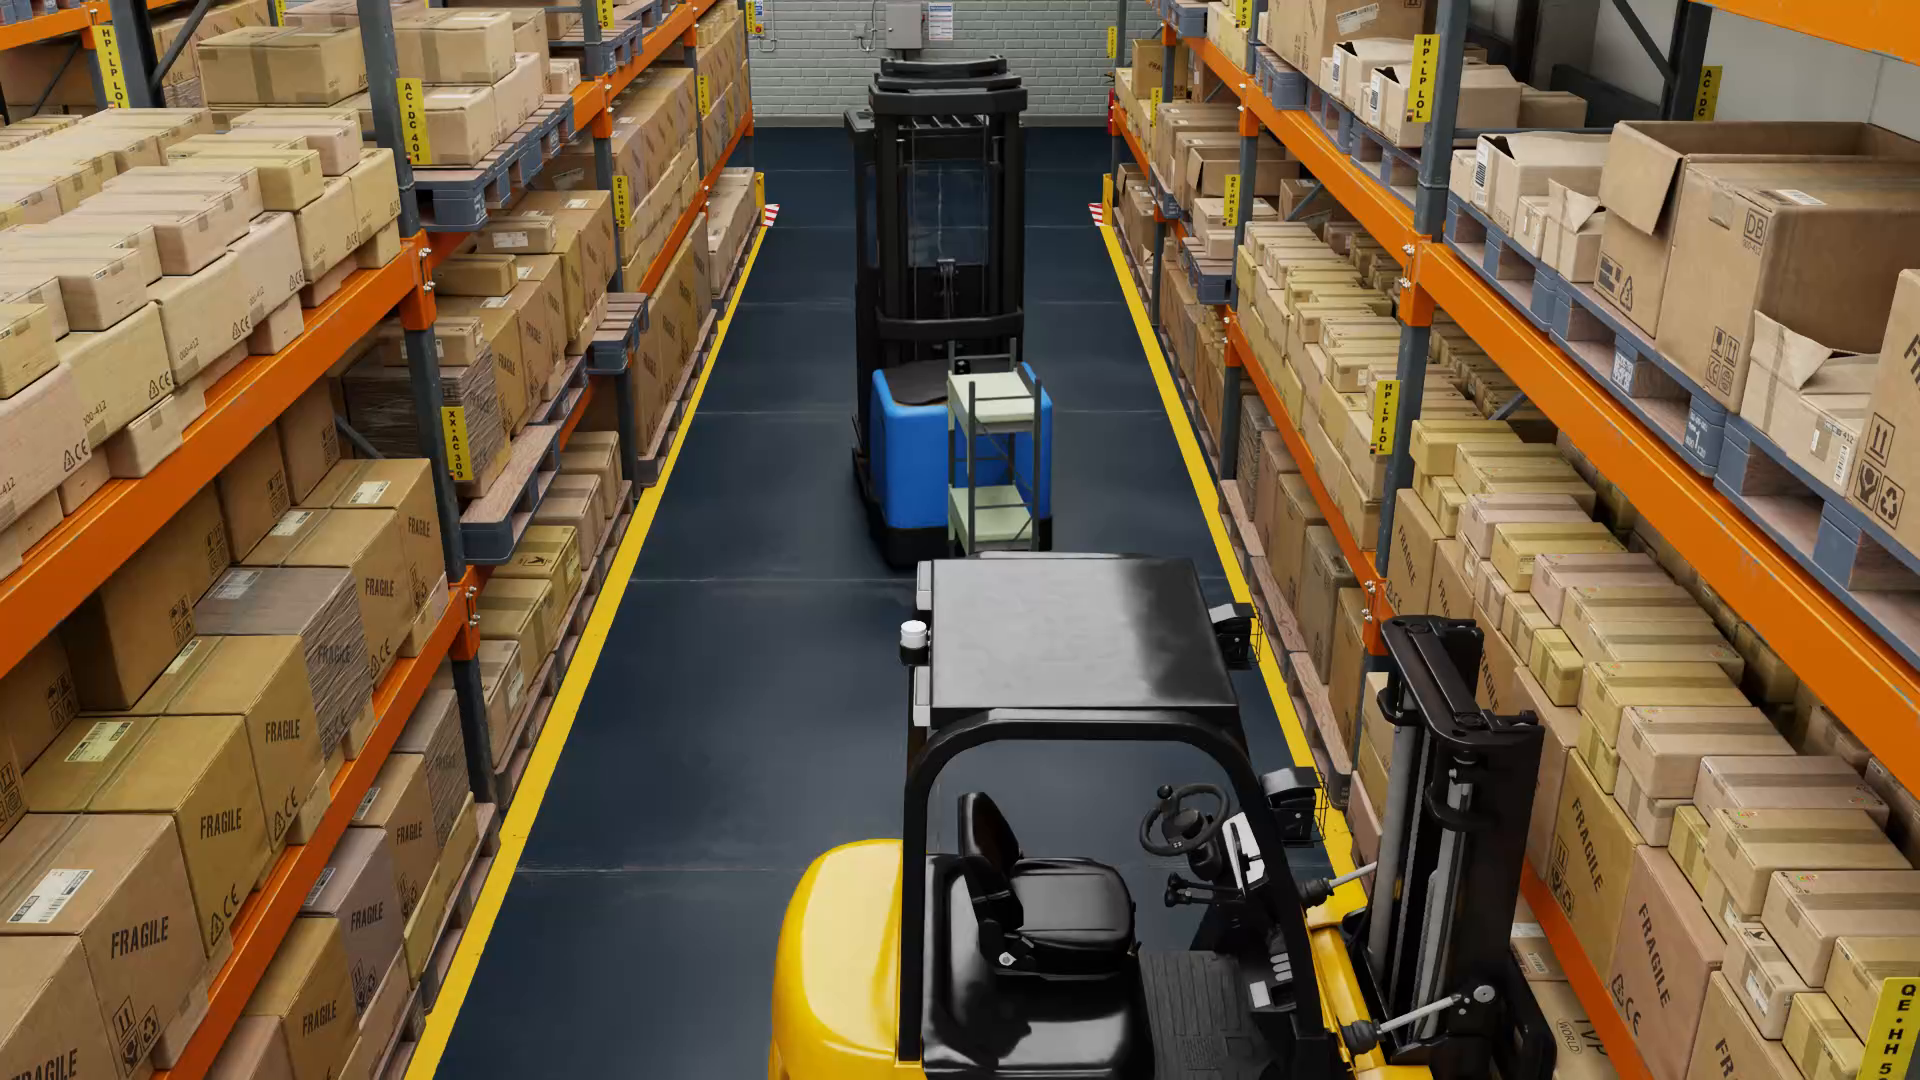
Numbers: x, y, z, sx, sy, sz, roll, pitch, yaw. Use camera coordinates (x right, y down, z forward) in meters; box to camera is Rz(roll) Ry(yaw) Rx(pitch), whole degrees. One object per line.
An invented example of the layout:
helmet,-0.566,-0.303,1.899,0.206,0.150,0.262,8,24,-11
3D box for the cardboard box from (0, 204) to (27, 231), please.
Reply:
cardboard box,-2.871,-0.845,4.676,0.380,0.149,0.250,0,24,0

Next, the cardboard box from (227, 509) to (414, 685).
cardboard box,-2.382,0.212,6.160,0.500,0.500,0.500,1,24,1

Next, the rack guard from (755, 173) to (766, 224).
rack guard,-2.779,-3.817,18.583,1.175,0.500,0.348,0,24,-1

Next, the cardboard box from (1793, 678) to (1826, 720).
cardboard box,2.663,0.471,4.798,0.380,0.149,0.250,-1,24,-2

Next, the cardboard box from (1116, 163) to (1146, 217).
cardboard box,2.097,-3.771,17.968,0.797,0.503,0.637,-1,24,-3

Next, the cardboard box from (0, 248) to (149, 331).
cardboard box,-2.312,-0.636,4.215,0.380,0.149,0.250,0,24,1

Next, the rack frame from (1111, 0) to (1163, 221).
rack frame,2.185,-4.970,18.099,1.000,3.000,0.127,0,24,-1

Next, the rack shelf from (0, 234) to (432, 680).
rack shelf,-2.626,-0.216,4.821,1.077,0.370,4.000,0,24,-1

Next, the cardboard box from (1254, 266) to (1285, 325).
cardboard box,2.037,-1.443,9.875,0.500,0.250,0.500,0,24,1

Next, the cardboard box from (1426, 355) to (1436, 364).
cardboard box,2.577,-0.813,8.484,0.500,0.250,0.500,-1,24,-2

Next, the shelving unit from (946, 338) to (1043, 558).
shelving unit,0.189,-0.335,9.671,0.431,1.500,0.755,-4,25,-8

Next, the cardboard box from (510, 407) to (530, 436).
cardboard box,-2.372,-0.633,8.304,0.380,0.149,0.250,0,24,0

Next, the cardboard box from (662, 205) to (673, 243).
cardboard box,-2.477,-2.415,12.632,0.500,0.250,0.500,0,24,-1

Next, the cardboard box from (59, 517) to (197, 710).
cardboard box,-2.801,0.176,5.024,0.700,0.500,0.500,0,24,-1

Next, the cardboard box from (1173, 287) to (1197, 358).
cardboard box,2.025,-1.749,13.500,0.500,0.500,0.500,-1,24,-2

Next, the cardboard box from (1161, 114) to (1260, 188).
cardboard box,2.016,-3.145,13.432,0.700,0.500,0.500,0,24,0

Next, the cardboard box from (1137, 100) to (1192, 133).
cardboard box,1.966,-4.009,15.796,0.500,0.250,0.500,0,24,-1

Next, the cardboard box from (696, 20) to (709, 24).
cardboard box,-2.543,-4.752,15.495,0.380,0.149,0.250,0,24,-1

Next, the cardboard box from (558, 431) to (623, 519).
cardboard box,-2.695,-0.411,10.697,0.950,0.372,0.625,-2,24,-4

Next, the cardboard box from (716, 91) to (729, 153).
cardboard box,-2.479,-3.950,15.723,0.500,0.500,0.500,0,24,0

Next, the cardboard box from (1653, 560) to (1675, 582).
cardboard box,2.559,0.187,5.789,0.380,0.149,0.250,1,24,1

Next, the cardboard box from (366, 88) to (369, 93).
cardboard box,-2.799,-1.940,7.431,0.500,0.250,0.500,0,24,0

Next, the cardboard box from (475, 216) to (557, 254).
cardboard box,-2.391,-1.645,8.967,0.380,0.149,0.250,-1,24,-3

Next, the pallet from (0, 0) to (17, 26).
pallet,-7.769,-3.833,12.172,1.213,0.211,1.003,0,24,-1

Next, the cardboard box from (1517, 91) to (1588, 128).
cardboard box,2.503,-1.865,7.267,0.380,0.149,0.250,0,24,-1

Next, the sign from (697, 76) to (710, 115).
sign,-2.192,-3.796,14.193,0.100,0.325,0.005,0,24,-1

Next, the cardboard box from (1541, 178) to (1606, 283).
cardboard box,2.028,-0.955,5.113,0.396,0.266,0.258,-1,24,-2

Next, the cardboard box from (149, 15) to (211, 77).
cardboard box,-7.444,-4.690,15.785,0.500,0.500,0.500,-1,24,-2

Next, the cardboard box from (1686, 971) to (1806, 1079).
cardboard box,2.091,1.376,3.946,0.500,0.500,0.500,-1,24,-2

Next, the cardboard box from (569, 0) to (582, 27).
cardboard box,-2.892,-3.660,10.932,0.700,0.500,0.500,-1,24,-3

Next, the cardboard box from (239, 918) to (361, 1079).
cardboard box,-2.345,1.601,5.487,0.500,0.500,0.500,0,24,0

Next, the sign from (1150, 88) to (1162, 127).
sign,1.686,-3.710,14.263,0.100,0.325,0.005,0,24,-1

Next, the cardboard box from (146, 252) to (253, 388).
cardboard box,-2.355,-0.627,4.677,0.500,0.250,0.500,0,24,1

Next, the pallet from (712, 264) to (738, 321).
pallet,-2.665,-2.341,15.670,1.003,0.211,1.213,0,24,-1

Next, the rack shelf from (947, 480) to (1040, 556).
rack shelf,0.189,-0.038,9.805,0.431,0.370,0.720,-4,25,-8

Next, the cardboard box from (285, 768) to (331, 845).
cardboard box,-2.313,0.874,5.482,0.380,0.149,0.250,0,24,0

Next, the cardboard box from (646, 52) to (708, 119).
cardboard box,-2.498,-3.996,14.611,0.500,0.500,0.500,0,24,0

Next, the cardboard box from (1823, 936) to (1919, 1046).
cardboard box,2.145,1.000,3.630,0.380,0.149,0.250,0,24,0

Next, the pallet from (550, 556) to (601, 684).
pallet,-2.674,0.445,9.511,1.003,0.211,1.213,0,24,-1

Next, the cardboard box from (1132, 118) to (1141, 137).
cardboard box,1.902,-4.079,16.434,0.380,0.149,0.250,0,24,1

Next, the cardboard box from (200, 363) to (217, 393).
cardboard box,-2.418,-0.487,4.853,0.380,0.149,0.250,0,24,-1

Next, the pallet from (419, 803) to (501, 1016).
pallet,-2.605,1.546,7.076,1.003,0.211,1.213,0,24,-1

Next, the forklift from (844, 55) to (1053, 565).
forklift,-0.165,-1.762,11.089,1.130,2.935,3.031,-4,25,-8

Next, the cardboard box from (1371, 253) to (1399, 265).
cardboard box,2.607,-1.566,9.664,0.380,0.149,0.250,-1,24,-2

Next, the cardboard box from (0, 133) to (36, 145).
cardboard box,-7.476,-3.092,13.020,0.380,0.149,0.250,0,24,-1

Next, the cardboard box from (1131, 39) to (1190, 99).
cardboard box,1.937,-4.572,16.131,0.500,0.500,0.500,0,24,1

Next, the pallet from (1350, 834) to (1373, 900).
pallet,2.282,1.573,7.015,1.003,0.211,1.213,0,24,-1

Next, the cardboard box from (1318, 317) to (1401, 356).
cardboard box,2.046,-1.032,8.484,0.380,0.149,0.250,0,24,0

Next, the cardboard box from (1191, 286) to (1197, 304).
cardboard box,2.043,-1.983,13.231,0.380,0.149,0.250,1,24,1

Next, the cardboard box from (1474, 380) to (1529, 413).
cardboard box,2.576,-0.623,7.578,0.380,0.149,0.250,-1,24,-2

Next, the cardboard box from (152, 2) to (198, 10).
cardboard box,-7.976,-5.125,16.745,0.500,0.500,0.500,0,24,1

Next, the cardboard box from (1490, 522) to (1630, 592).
cardboard box,2.057,0.057,5.715,0.380,0.149,0.250,-1,24,-1

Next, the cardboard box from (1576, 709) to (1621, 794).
cardboard box,2.037,0.612,4.848,0.380,0.149,0.250,0,24,0

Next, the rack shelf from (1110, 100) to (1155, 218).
rack shelf,2.207,-3.818,16.425,1.077,0.370,4.000,0,24,-1

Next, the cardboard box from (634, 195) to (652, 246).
cardboard box,-2.454,-2.232,11.620,0.500,0.250,0.500,0,24,1

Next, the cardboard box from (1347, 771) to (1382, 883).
cardboard box,1.990,1.237,7.202,0.500,0.250,0.500,0,24,0

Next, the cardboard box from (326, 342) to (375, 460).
cardboard box,-2.882,-0.563,7.363,0.500,0.500,0.500,-1,24,-2

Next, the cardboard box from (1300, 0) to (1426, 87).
cardboard box,2.047,-2.604,8.474,0.500,0.500,0.500,0,24,1

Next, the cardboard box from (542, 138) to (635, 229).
cardboard box,-2.452,-2.355,10.982,0.500,0.500,0.500,-1,24,-2
